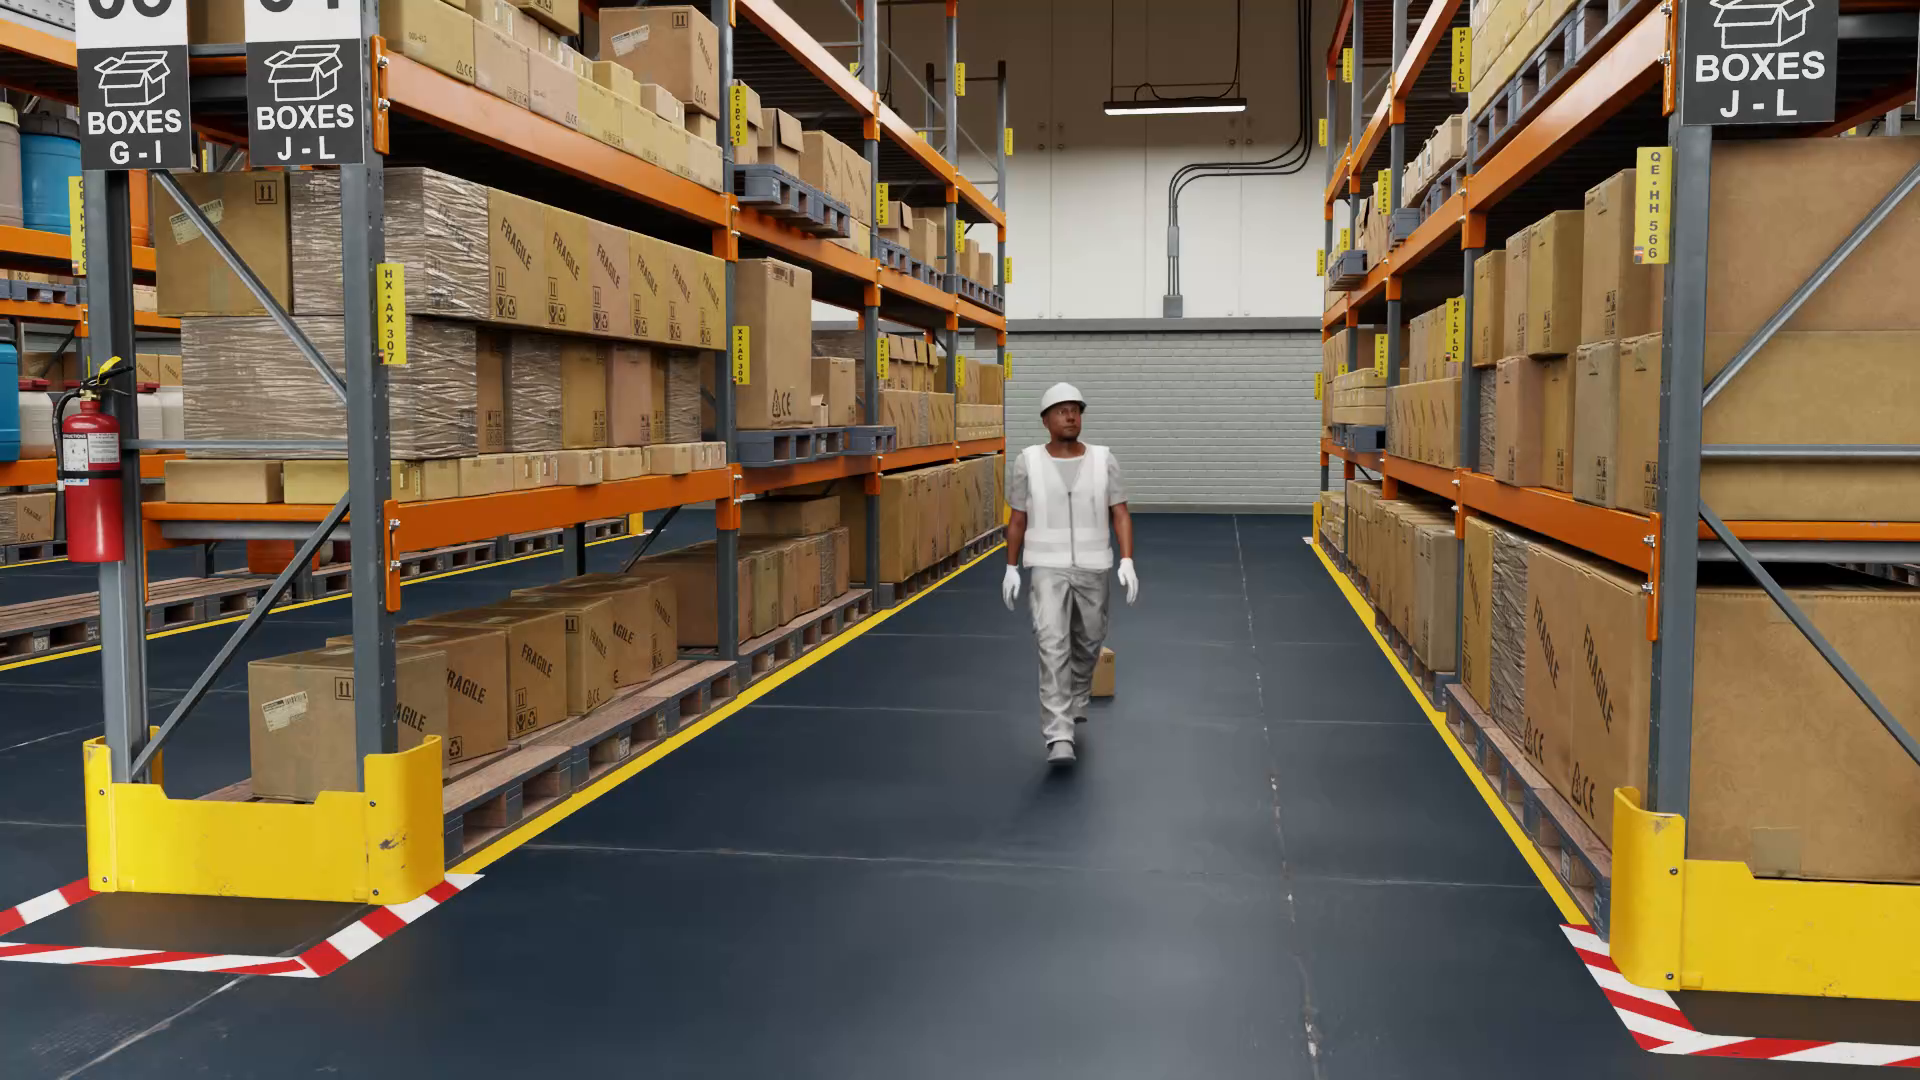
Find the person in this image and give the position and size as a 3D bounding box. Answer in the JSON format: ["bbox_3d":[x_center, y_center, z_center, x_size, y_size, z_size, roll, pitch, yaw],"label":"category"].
[{"bbox_3d":[0.517,0.132,7.825,0.593,1.738,1.072,-1,4,-7],"label":"person"}]
